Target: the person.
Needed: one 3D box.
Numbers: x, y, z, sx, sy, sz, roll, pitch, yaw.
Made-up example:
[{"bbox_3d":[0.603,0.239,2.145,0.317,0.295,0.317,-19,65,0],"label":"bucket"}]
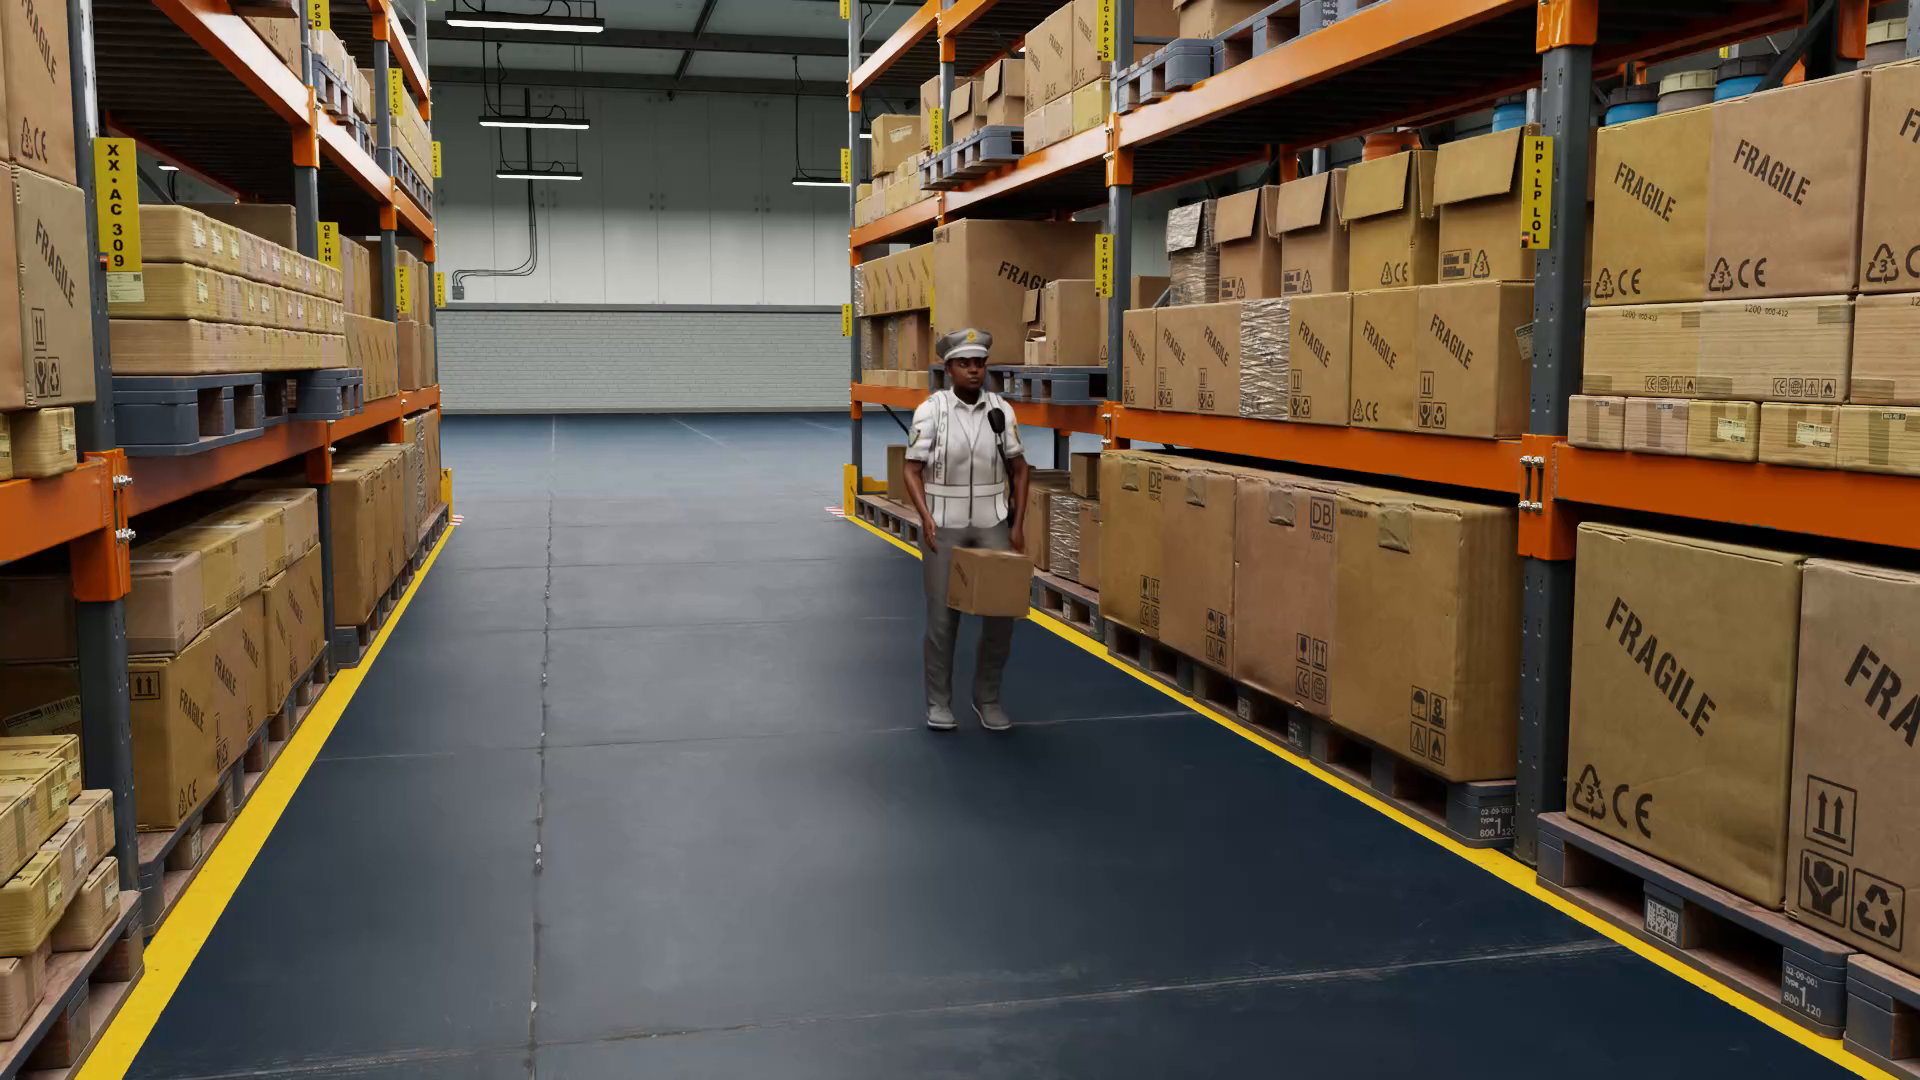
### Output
[{"bbox_3d":[0.039,-0.041,6.961,0.549,1.682,0.446,-1,6,-12],"label":"person"}]
